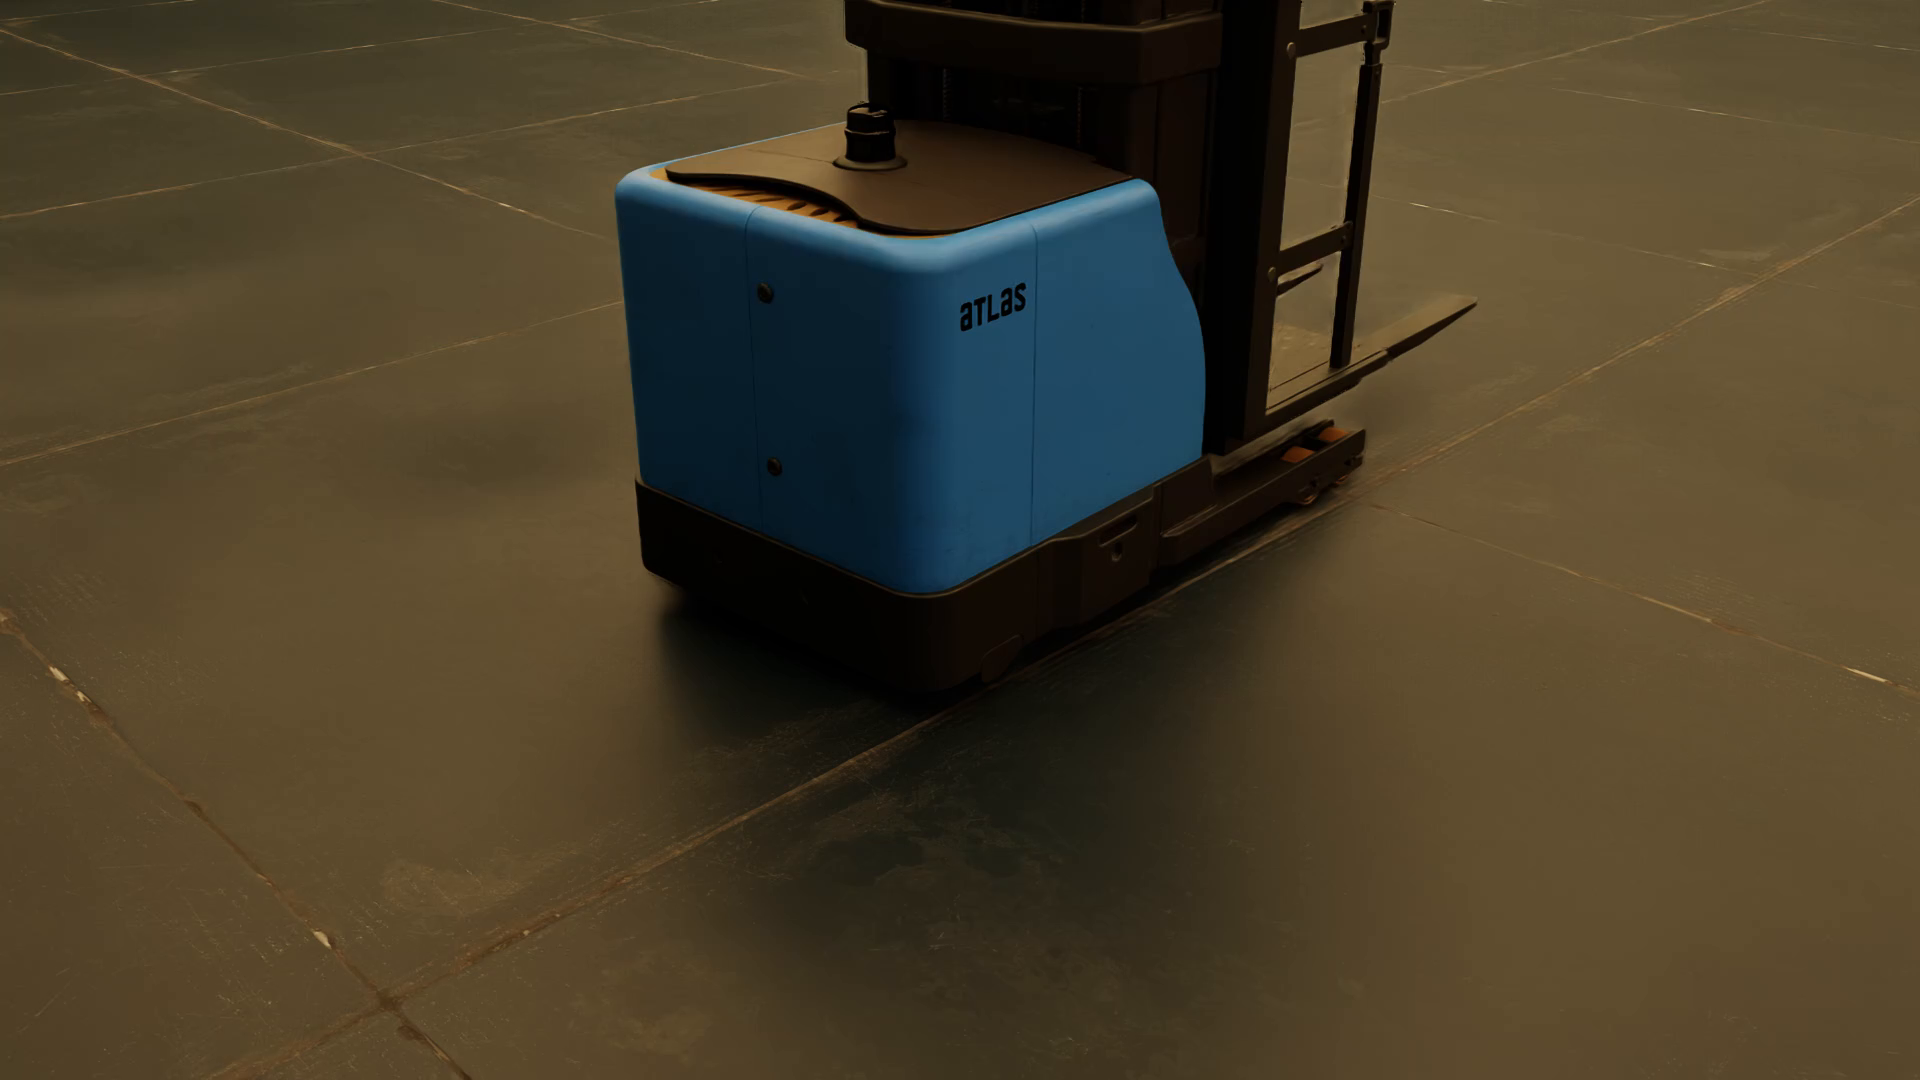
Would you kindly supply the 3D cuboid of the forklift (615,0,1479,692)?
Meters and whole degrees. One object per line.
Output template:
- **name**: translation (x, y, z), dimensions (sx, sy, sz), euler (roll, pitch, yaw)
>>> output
- **forklift**: translation (0.537, -1.546, 4.366), dimensions (1.130, 2.935, 3.031), euler (21, 33, 36)
